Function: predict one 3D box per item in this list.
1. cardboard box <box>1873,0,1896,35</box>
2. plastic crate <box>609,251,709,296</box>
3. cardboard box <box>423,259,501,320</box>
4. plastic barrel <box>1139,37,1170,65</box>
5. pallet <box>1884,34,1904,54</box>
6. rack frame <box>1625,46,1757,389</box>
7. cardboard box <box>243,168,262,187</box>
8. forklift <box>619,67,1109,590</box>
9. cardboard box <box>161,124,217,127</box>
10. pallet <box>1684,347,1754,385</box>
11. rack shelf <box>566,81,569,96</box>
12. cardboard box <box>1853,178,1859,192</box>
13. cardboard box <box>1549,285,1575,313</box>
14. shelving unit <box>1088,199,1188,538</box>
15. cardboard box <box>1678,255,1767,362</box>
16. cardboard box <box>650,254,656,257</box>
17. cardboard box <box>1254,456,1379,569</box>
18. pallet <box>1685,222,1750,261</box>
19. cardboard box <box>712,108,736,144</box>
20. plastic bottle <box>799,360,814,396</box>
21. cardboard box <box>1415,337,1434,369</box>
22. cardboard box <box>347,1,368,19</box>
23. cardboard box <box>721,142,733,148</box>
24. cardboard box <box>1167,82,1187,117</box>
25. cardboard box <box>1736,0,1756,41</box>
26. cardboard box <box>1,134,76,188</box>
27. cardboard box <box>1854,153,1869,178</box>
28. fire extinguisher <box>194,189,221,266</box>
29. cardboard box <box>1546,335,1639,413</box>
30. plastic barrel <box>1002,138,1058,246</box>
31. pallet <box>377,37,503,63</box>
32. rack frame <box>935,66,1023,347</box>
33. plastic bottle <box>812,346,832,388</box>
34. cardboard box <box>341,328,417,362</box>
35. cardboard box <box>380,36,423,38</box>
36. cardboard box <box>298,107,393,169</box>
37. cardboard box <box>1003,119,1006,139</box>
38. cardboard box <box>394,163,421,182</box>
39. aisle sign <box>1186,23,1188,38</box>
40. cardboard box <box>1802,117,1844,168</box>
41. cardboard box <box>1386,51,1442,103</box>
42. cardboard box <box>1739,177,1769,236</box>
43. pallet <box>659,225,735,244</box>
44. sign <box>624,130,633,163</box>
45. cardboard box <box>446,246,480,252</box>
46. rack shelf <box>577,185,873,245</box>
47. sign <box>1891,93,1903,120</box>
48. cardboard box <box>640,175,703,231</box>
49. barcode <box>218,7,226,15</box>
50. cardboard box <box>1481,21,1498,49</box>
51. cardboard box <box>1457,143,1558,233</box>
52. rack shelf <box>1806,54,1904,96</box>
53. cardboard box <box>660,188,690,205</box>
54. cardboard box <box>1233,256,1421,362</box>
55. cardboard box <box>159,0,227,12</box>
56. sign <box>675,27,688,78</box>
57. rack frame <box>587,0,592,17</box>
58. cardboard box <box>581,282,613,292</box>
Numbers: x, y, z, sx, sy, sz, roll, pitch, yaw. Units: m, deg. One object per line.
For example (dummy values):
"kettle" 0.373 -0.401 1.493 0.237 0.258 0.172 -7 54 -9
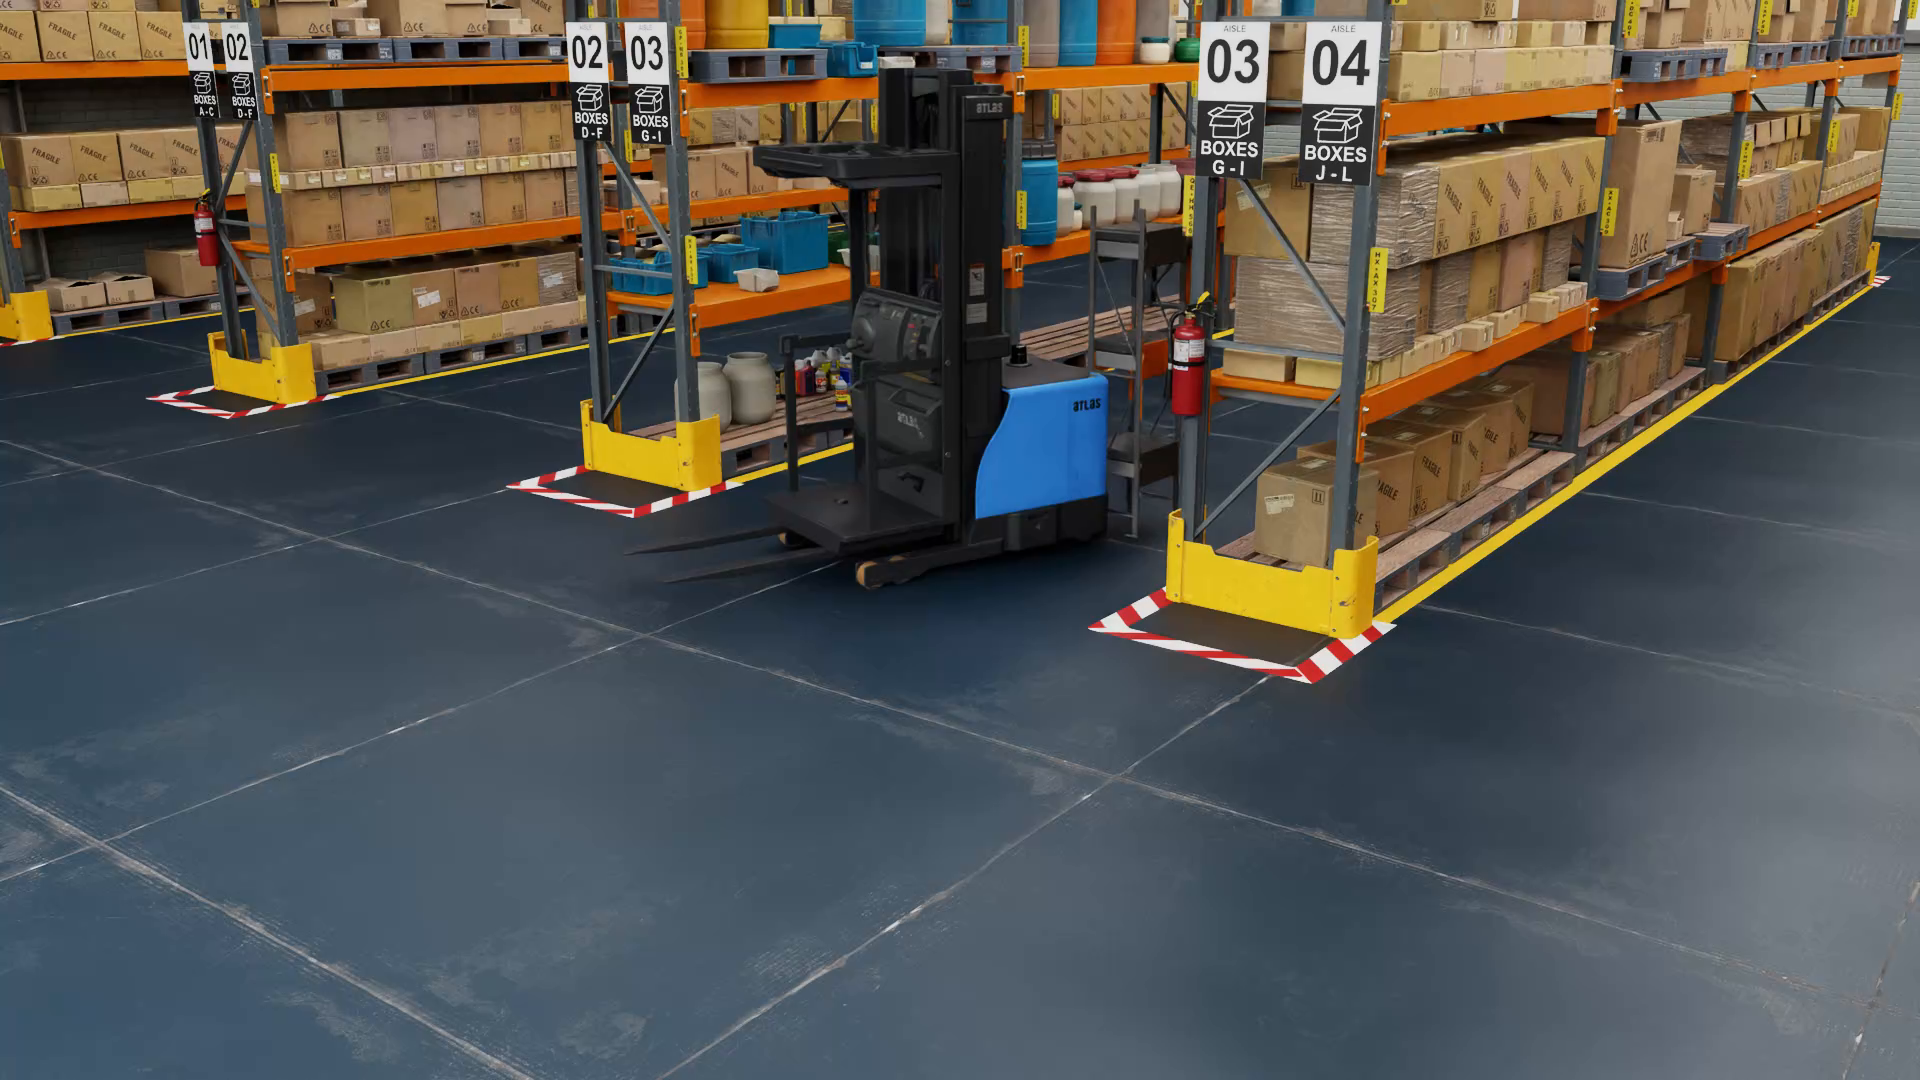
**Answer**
"cardboard box" 10.962 -6.419 20.253 0.700 0.500 0.500 11 20 31
"plastic crate" -2.224 -1.989 12.342 0.499 0.251 0.616 12 21 35
"cardboard box" -4.864 -2.455 16.255 0.500 0.500 0.500 12 21 35
"plastic barrel" 1.915 -4.816 16.369 0.301 0.262 0.301 0 17 0
"pallet" 10.796 -6.035 20.212 1.003 0.211 1.213 12 21 35
"rack frame" 6.463 -2.918 15.083 1.000 3.000 0.127 12 21 35
"cardboard box" -6.183 -3.246 14.877 0.380 0.149 0.250 12 21 34
"forklift" -0.561 -1.283 9.934 3.031 2.935 1.130 -11 20 -32
"cardboard box" -8.915 -4.572 19.364 0.500 0.500 0.500 13 22 36
"pallet" 6.993 -1.761 16.058 1.003 0.211 1.213 12 21 35
"rack shelf" -2.683 -5.282 18.851 1.077 0.370 4.000 12 21 35
"cardboard box" 10.371 -4.197 19.623 0.380 0.149 0.250 13 21 36
"cardboard box" 4.031 -1.684 11.534 0.380 0.149 0.250 12 21 35
"shelving unit" 1.139 -1.108 10.763 0.431 2.100 0.503 13 22 37
"cardboard box" 6.890 -2.265 15.853 1.225 0.875 0.875 11 21 32
"cardboard box" -3.126 -3.045 18.473 0.500 0.311 0.500 12 21 34
"cardboard box" 2.081 -0.165 9.725 0.500 0.500 0.500 -15 23 -40
"pallet" 6.123 -2.638 14.504 1.213 0.211 1.003 12 21 35
"cardboard box" -3.763 -6.300 25.270 0.500 0.500 0.500 12 21 35
"plastic bottle" -1.282 -1.352 13.879 0.061 0.283 0.133 12 21 35
"cardboard box" 2.515 -1.095 9.635 0.380 0.149 0.250 12 21 35
"cardboard box" -5.452 -4.875 15.532 0.500 0.311 0.500 16 23 41
"cardboard box" -3.693 -6.018 25.455 0.380 0.149 0.250 12 21 35
"cardboard box" 3.231 -6.946 26.198 0.500 0.500 0.500 12 21 34
"cardboard box" 6.379 -4.479 14.041 0.500 0.500 0.500 13 22 36
"cardboard box" -9.712 -3.995 17.506 0.500 0.500 0.500 12 21 35
"cardboard box" 10.548 -4.490 19.895 0.500 0.250 0.500 12 21 33
"fire extinguisher" -6.701 -2.781 14.772 0.296 0.674 0.183 12 21 35
"cardboard box" 5.095 -1.368 13.564 0.700 0.500 0.500 10 20 30
"plastic barrel" 0.575 -3.119 14.883 0.600 0.901 0.708 12 21 35
"pallet" -5.089 -4.610 15.623 1.003 0.211 1.213 12 21 35
"rack frame" 0.101 -2.841 14.833 1.000 3.000 0.127 12 21 35
"plastic bottle" -1.189 -1.476 14.165 0.144 0.351 0.185 13 22 37
"cardboard box" -5.465 -1.860 15.603 0.500 0.250 0.500 12 21 35
"cardboard box" -7.098 -6.445 20.823 0.500 0.311 0.500 13 22 36
"cardboard box" -5.629 -3.679 15.178 0.700 0.500 0.500 12 21 33
"cardboard box" 0.430 -5.797 23.478 0.700 0.500 0.500 5 18 16
"cardboard box" -5.237 -3.423 15.447 0.380 0.149 0.250 12 21 33
"aisle sign" 3.562 -7.779 26.351 0.394 0.787 0.004 12 21 35
"cardboard box" 9.337 -4.368 18.240 0.500 0.500 0.500 12 21 35
"cardboard box" 2.191 -2.443 8.747 0.500 0.250 0.500 13 22 36
"cardboard box" 7.276 -3.157 15.683 0.500 0.500 0.500 12 21 33
"pallet" -4.214 -4.676 25.446 1.003 0.211 1.213 12 21 35
"sign" -3.428 -4.070 17.200 0.100 0.325 0.005 12 21 35
"cardboard box" -6.826 -4.032 22.143 0.700 0.500 0.500 13 21 35
"rack shelf" -2.683 -3.850 19.296 1.077 0.370 4.000 12 21 35
"sign" 11.657 -5.390 20.692 0.100 0.325 0.005 12 21 35
"cardboard box" -4.401 -5.077 24.953 0.750 0.750 0.750 12 21 34
"barcode" -6.465 -4.631 14.562 0.001 0.075 0.075 12 21 35
"cardboard box" 2.848 -2.893 9.523 0.380 0.149 0.250 11 21 32
"cardboard box" 3.437 -2.239 10.539 0.500 0.500 0.500 12 21 35
"rack shelf" 10.038 -5.436 19.347 1.077 0.370 4.000 12 21 35
"cardboard box" -3.182 -3.772 18.255 0.380 0.149 0.250 12 21 35
"cardboard box" 2.046 -1.329 9.294 0.875 0.500 0.500 12 21 35
"cardboard box" -8.557 -6.133 18.488 0.500 0.500 0.500 12 21 33
"sign" -1.843 -3.226 11.003 0.100 0.325 0.005 12 21 35
"rack frame" -5.472 -8.409 22.649 1.000 3.000 0.127 12 21 35
"cardboard box" -3.860 -2.754 18.483 0.500 0.250 0.500 12 21 34
